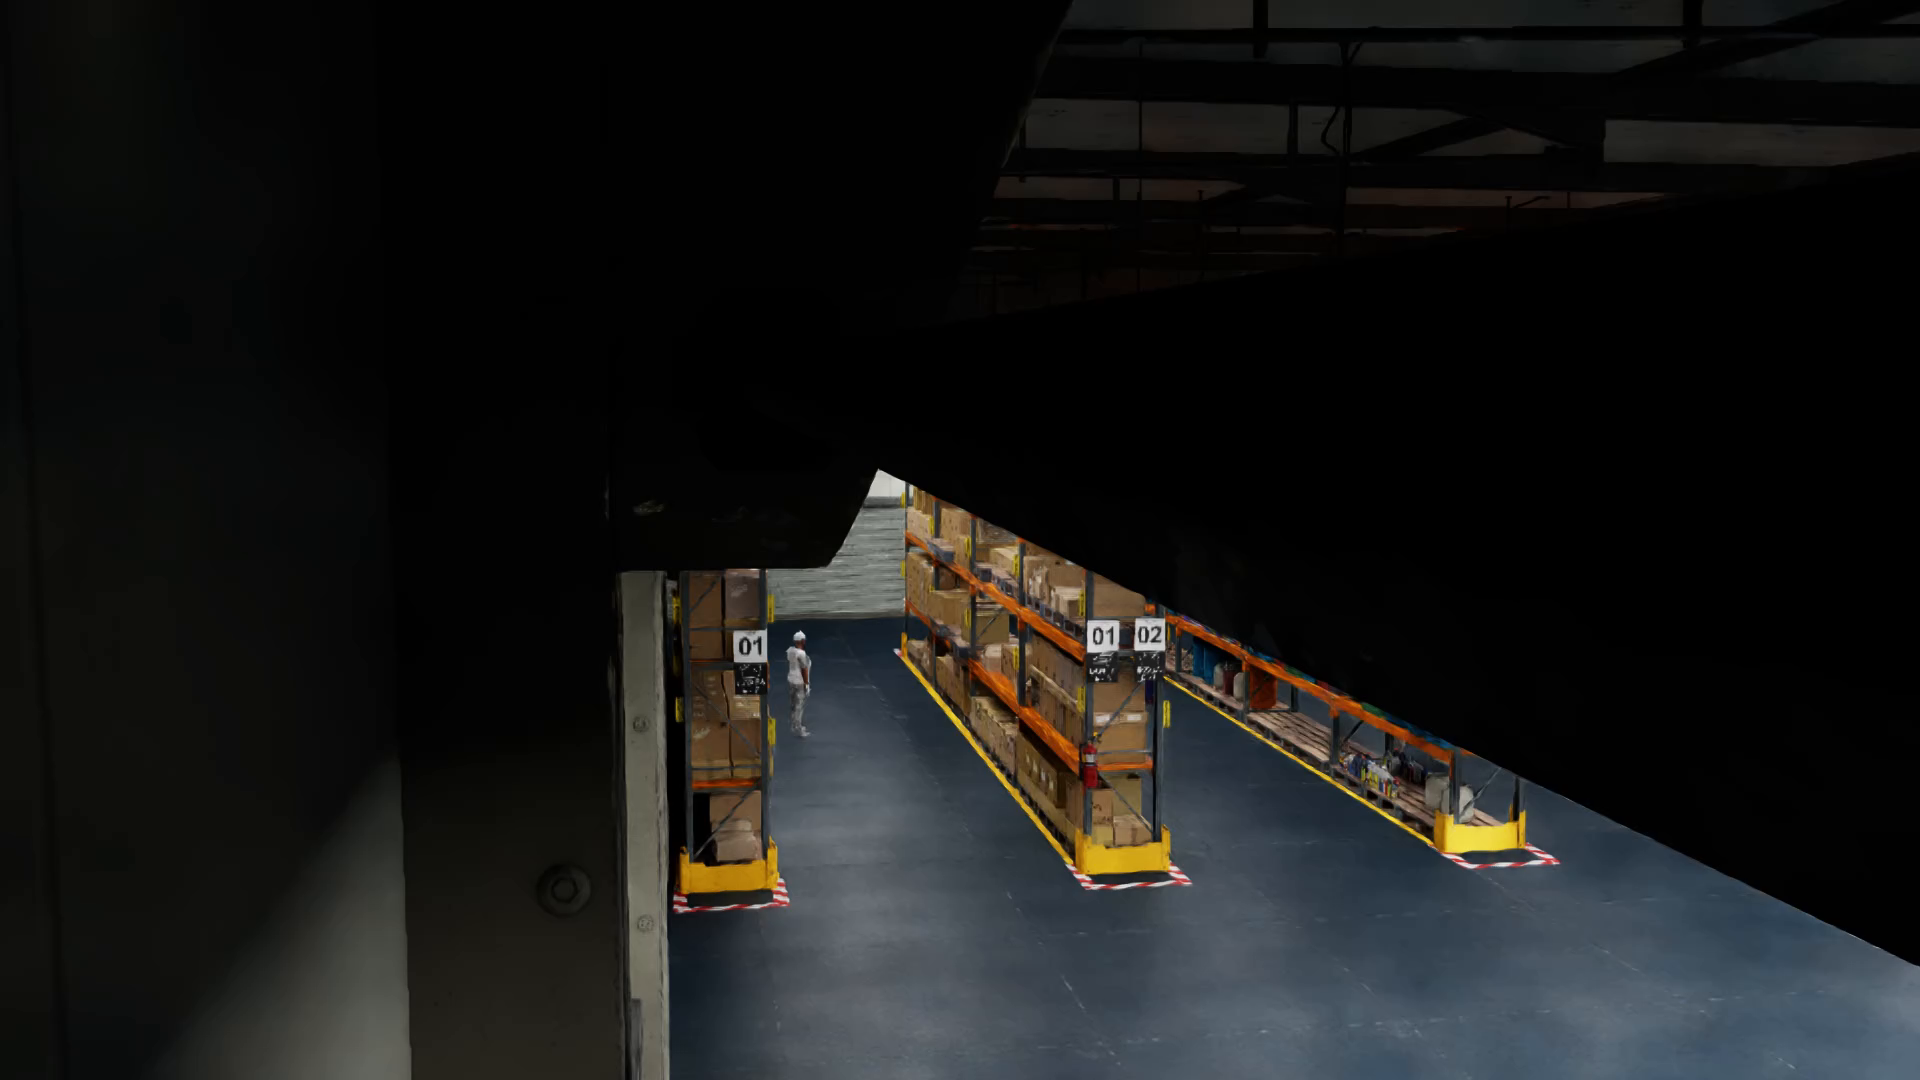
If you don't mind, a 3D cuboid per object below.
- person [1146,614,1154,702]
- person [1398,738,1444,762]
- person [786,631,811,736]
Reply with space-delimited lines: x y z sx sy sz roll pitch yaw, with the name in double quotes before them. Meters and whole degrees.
"person" 3.578 2.228 31.594 0.427 1.653 0.530 -5 8 -41
"person" 7.351 2.755 26.670 0.605 1.628 0.701 -4 7 -32
"person" -2.758 2.453 28.642 0.409 1.788 0.666 -4 7 -31
